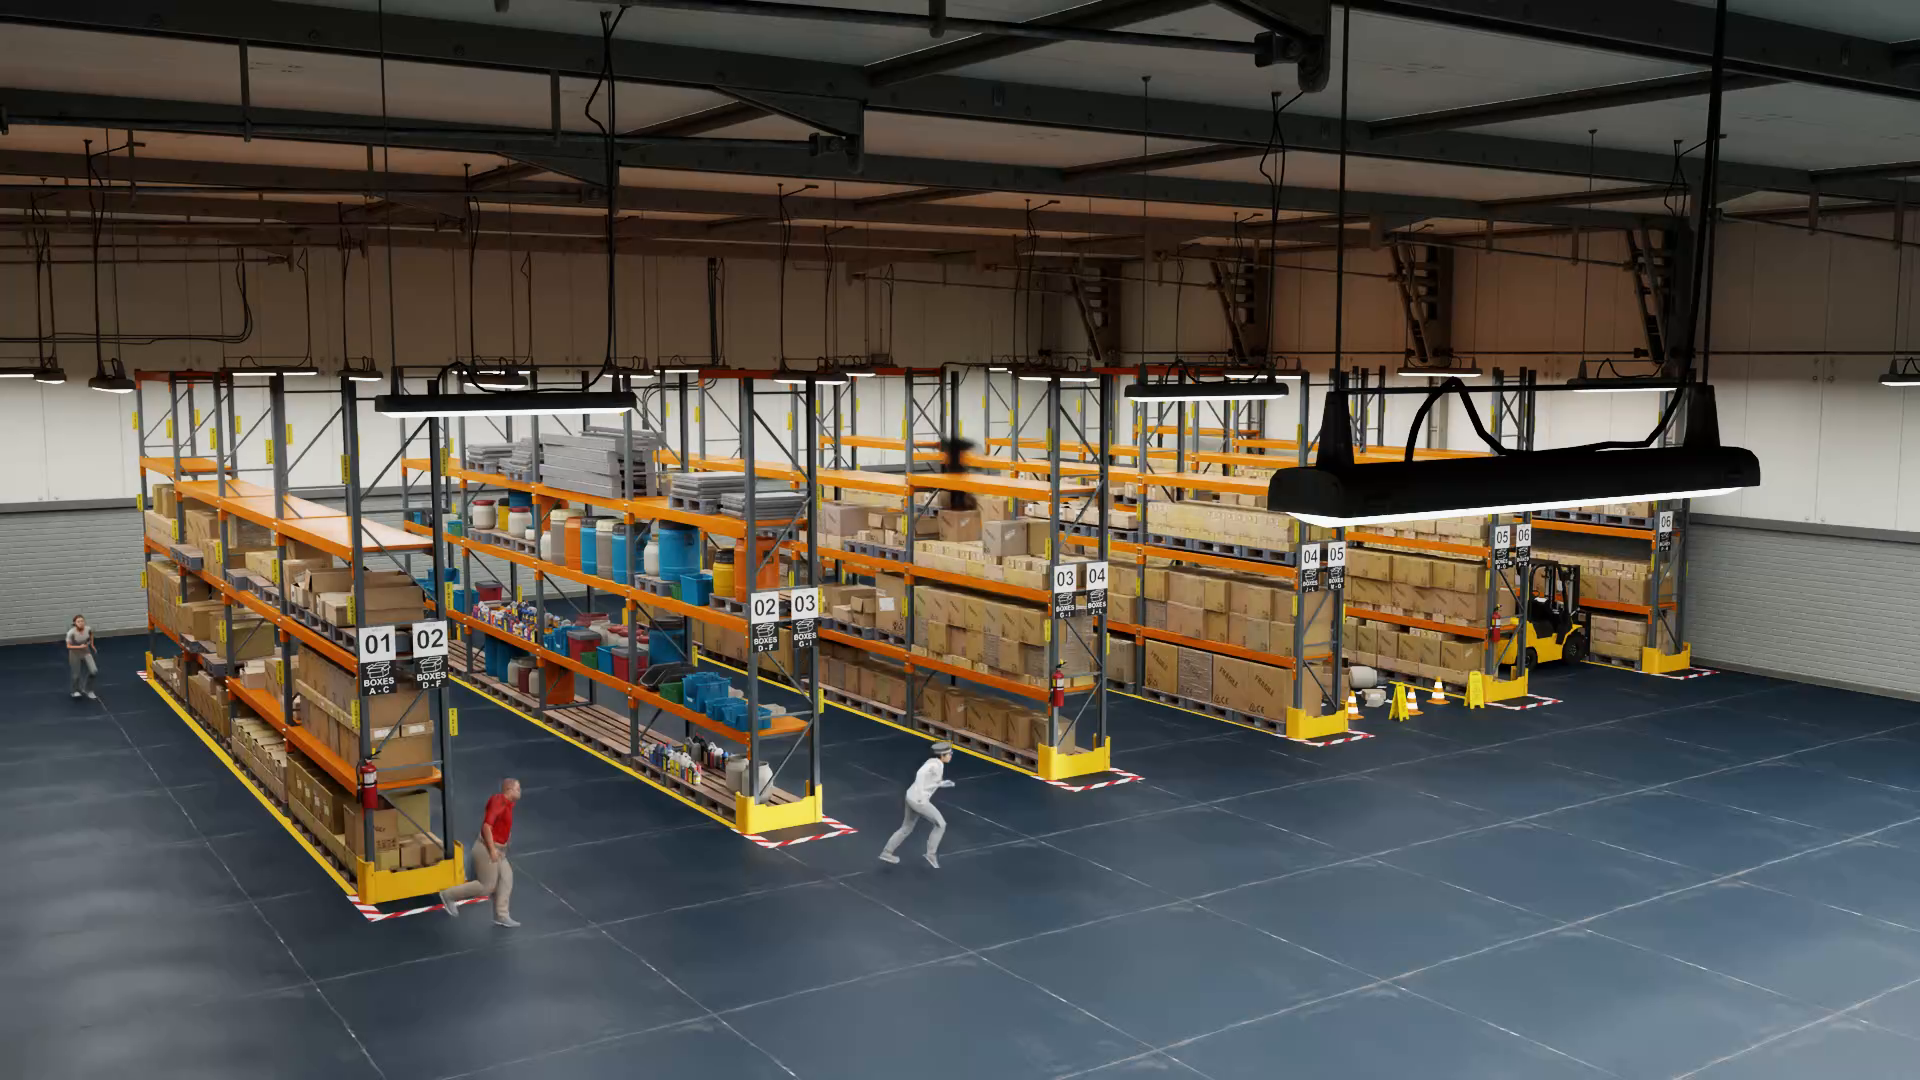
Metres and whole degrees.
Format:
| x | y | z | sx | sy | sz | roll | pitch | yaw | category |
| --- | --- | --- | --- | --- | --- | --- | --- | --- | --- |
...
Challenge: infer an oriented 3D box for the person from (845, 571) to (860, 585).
| x | y | z | sx | sy | sz | roll | pitch | yaw | category |
| --- | --- | --- | --- | --- | --- | --- | --- | --- | --- |
| -2.784 | 0.771 | 42.192 | 0.797 | 1.684 | 0.526 | -6 | 9 | -42 | person |

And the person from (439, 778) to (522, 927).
| x | y | z | sx | sy | sz | roll | pitch | yaw | category |
| --- | --- | --- | --- | --- | --- | --- | --- | --- | --- |
| -5.281 | 3.471 | 18.347 | 0.911 | 1.688 | 0.668 | -2 | 7 | -14 | person |

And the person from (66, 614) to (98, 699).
| x | y | z | sx | sy | sz | roll | pitch | yaw | category |
| --- | --- | --- | --- | --- | --- | --- | --- | --- | --- |
| -15.999 | 2.125 | 30.278 | 0.909 | 1.589 | 0.572 | 6 | 9 | 43 | person |

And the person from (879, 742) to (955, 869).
| x | y | z | sx | sy | sz | roll | pitch | yaw | category |
| --- | --- | --- | --- | --- | --- | --- | --- | --- | --- |
| -0.517 | 3.285 | 20.375 | 0.939 | 1.607 | 0.663 | -1 | 6 | -6 | person |
